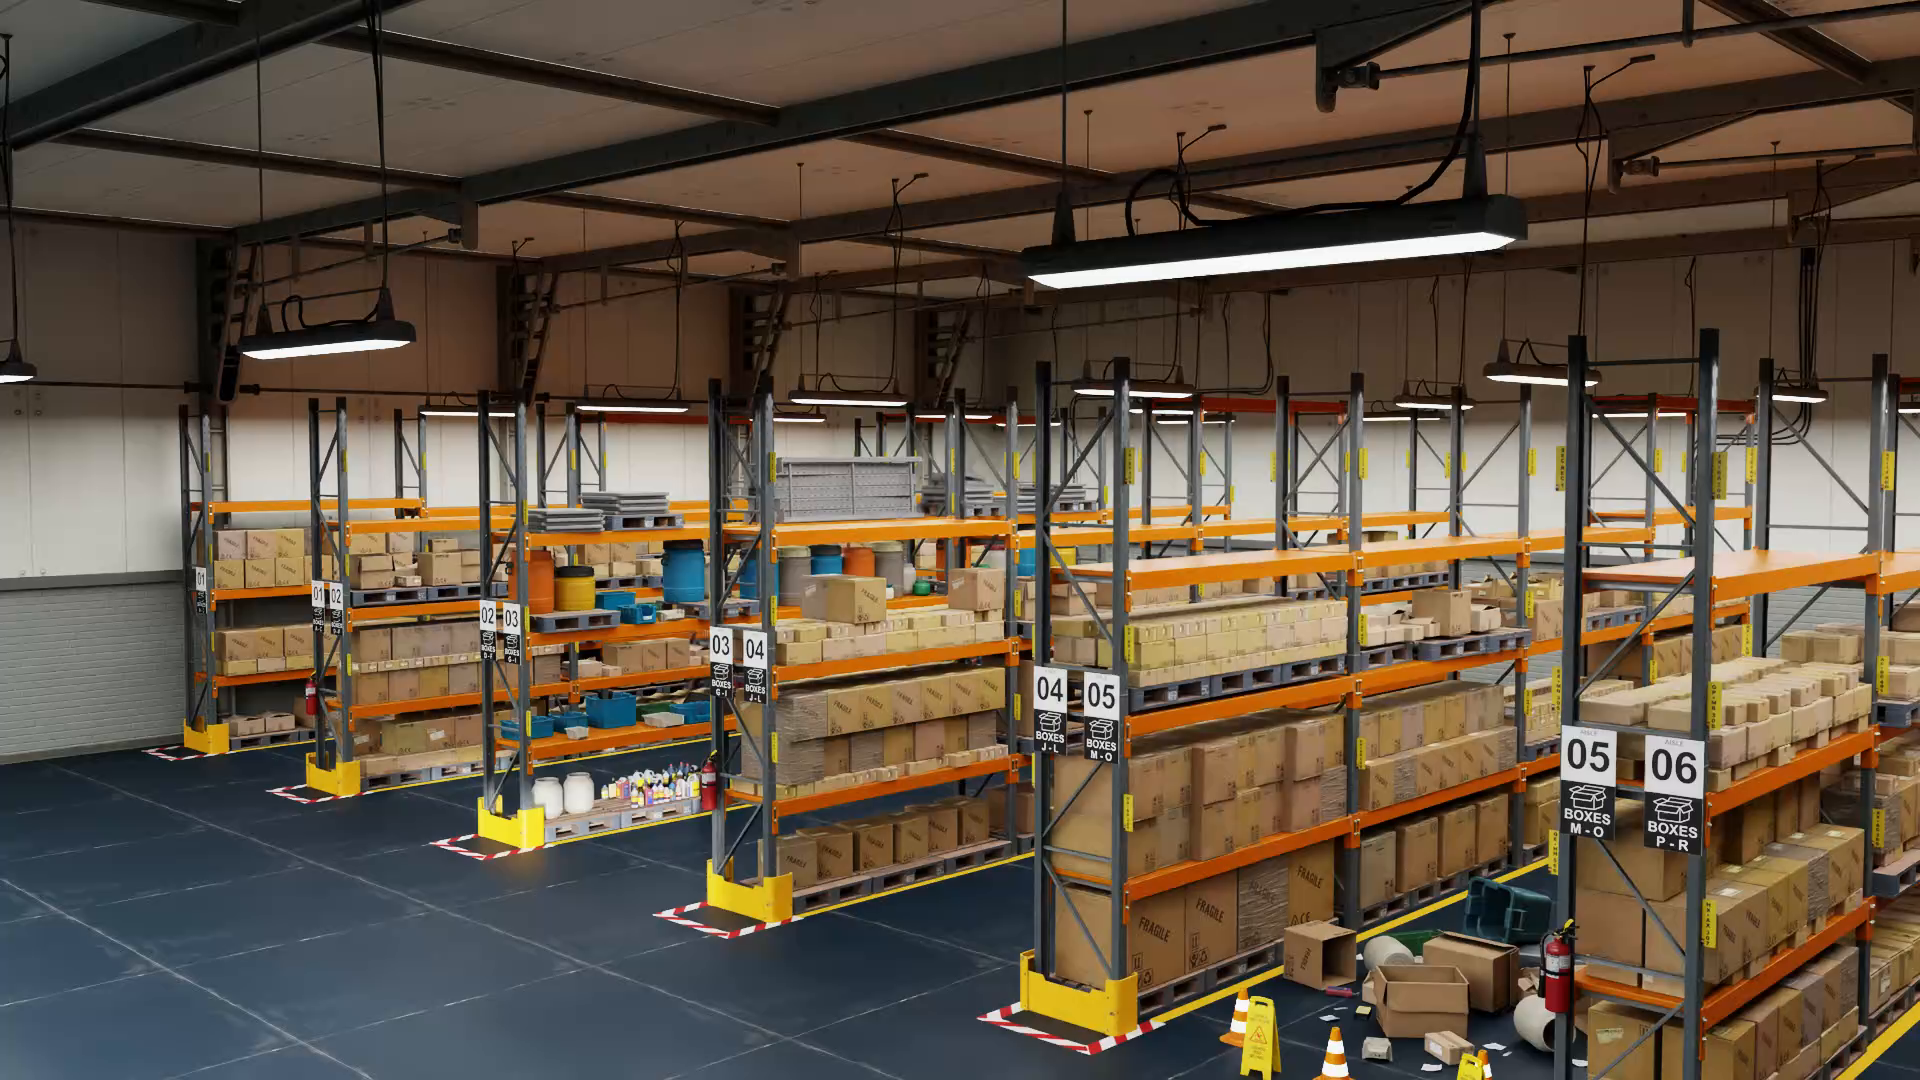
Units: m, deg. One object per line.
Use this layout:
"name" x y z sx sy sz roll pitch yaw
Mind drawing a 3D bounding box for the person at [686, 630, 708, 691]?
"person" -5.184 2.550 32.435 0.645 1.696 0.942 2 4 32

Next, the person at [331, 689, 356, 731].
"person" -10.065 2.891 27.379 0.613 1.659 0.659 1 3 26
